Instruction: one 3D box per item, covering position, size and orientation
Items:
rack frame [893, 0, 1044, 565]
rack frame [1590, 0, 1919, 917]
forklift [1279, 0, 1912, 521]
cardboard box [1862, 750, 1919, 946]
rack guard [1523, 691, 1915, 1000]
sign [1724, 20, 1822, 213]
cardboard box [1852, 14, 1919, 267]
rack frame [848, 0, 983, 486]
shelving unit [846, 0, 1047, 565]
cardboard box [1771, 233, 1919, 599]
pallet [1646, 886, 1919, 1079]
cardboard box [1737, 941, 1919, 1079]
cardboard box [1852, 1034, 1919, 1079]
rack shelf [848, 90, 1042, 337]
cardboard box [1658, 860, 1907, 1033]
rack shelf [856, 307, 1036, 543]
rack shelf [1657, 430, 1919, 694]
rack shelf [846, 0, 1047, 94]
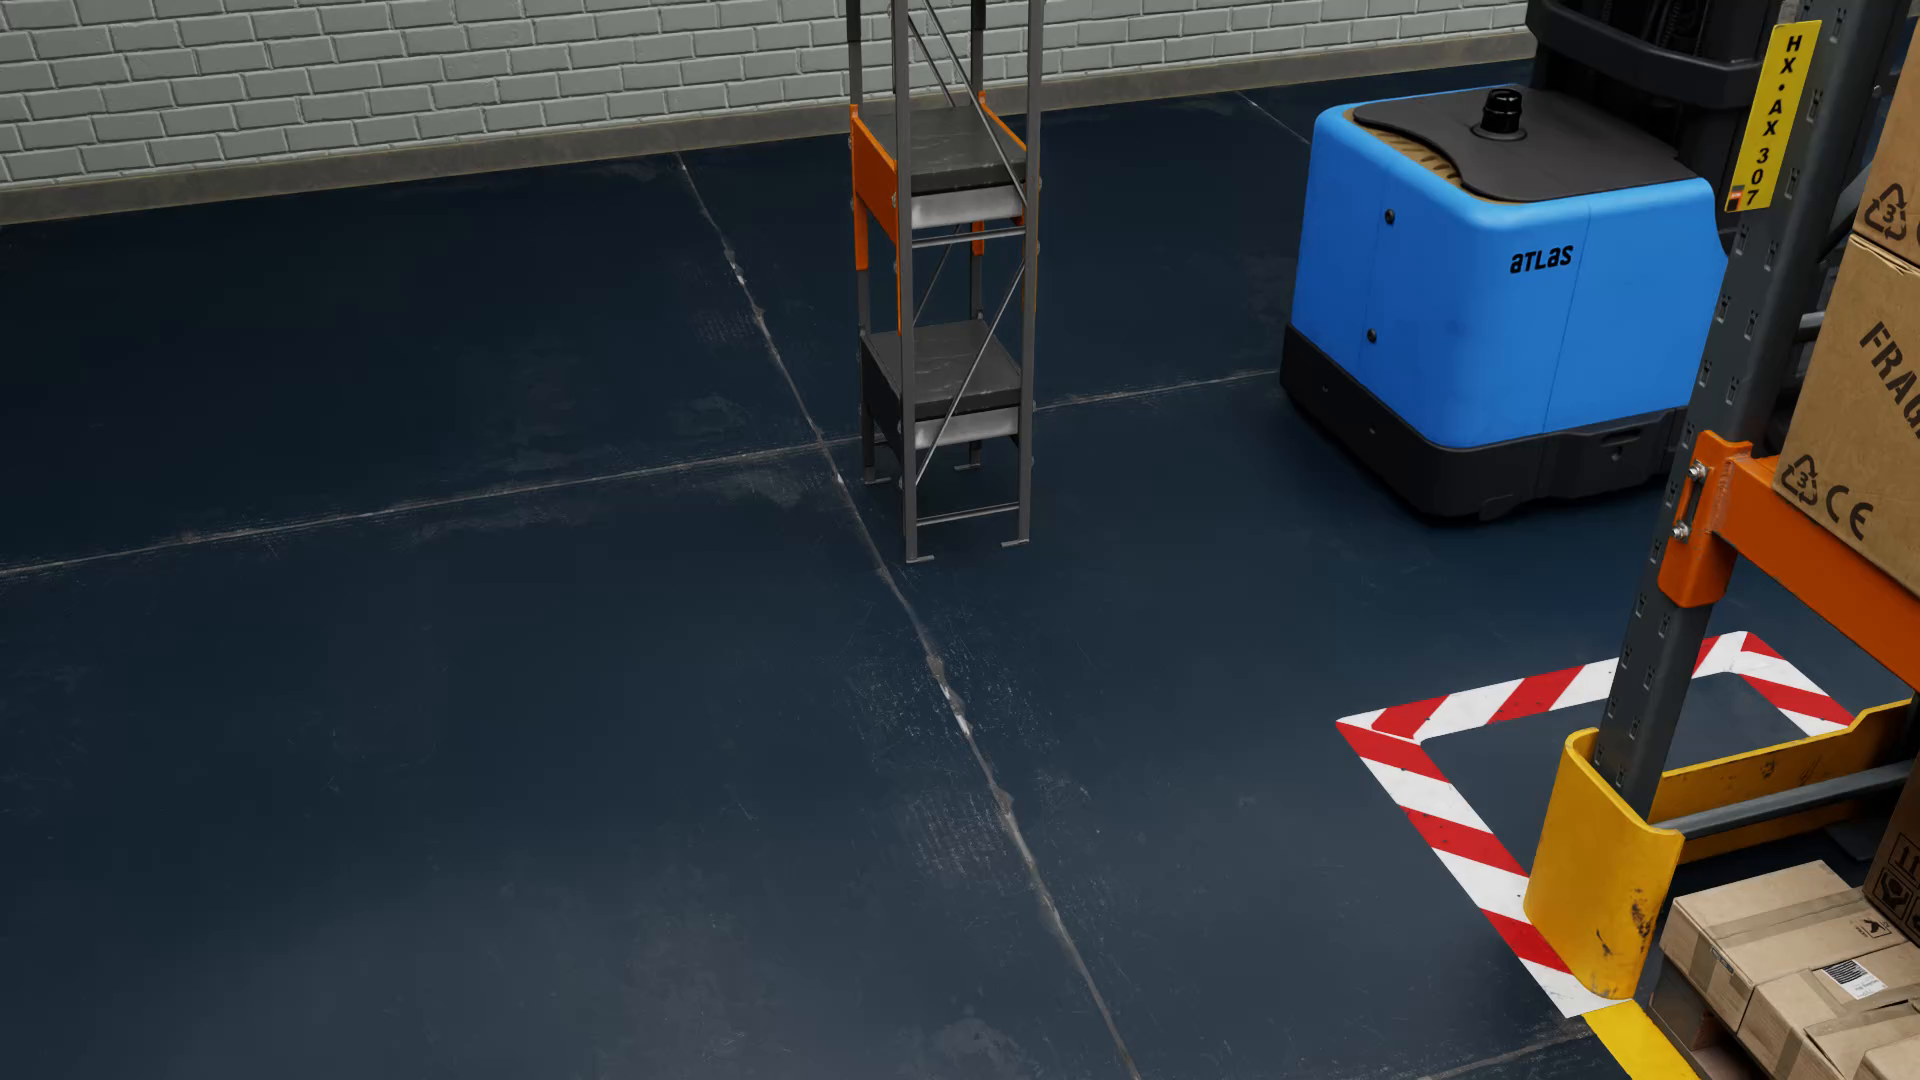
[{"bbox_3d":[0.024,-0.835,4.609,0.400,2.100,0.015,-10,35,-15],"label":"rack frame"},{"bbox_3d":[1.900,-0.446,3.205,1.000,3.000,0.127,-10,35,-15],"label":"rack frame"},{"bbox_3d":[2.721,-1.772,5.273,3.031,2.935,1.130,-11,35,-16],"label":"forklift"},{"bbox_3d":[2.300,0.657,3.403,0.500,0.500,0.500,-10,35,-15],"label":"cardboard box"},{"bbox_3d":[1.923,0.636,3.833,1.175,0.500,0.348,-10,35,-15],"label":"rack guard"},{"bbox_3d":[1.383,-0.716,2.828,0.100,0.325,0.005,-10,35,-15],"label":"sign"},{"bbox_3d":[1.784,-0.628,2.482,0.500,0.500,0.500,-9,35,-13],"label":"cardboard box"},{"bbox_3d":[-0.125,-1.091,4.997,0.400,2.100,0.015,-10,35,-15],"label":"rack frame"},{"bbox_3d":[-0.050,-0.963,4.803,0.431,2.100,0.503,-10,35,-15],"label":"shelving unit"},{"bbox_3d":[1.784,-0.211,2.757,0.500,0.500,0.500,-9,35,-14],"label":"cardboard box"},{"bbox_3d":[2.167,1.176,3.280,1.003,0.211,1.213,-10,35,-15],"label":"pallet"},{"bbox_3d":[1.776,0.961,3.246,0.380,0.166,0.250,-10,35,-15],"label":"cardboard box"},{"bbox_3d":[1.948,1.113,2.940,0.500,0.250,0.500,-10,35,-15],"label":"cardboard box"},{"bbox_3d":[-0.050,-0.952,4.810,0.431,0.518,0.480,-10,35,-15],"label":"rack shelf"},{"bbox_3d":[1.700,0.837,3.449,0.380,0.149,0.250,-10,35,-15],"label":"cardboard box"},{"bbox_3d":[-0.050,-0.368,5.196,0.431,0.518,0.480,-10,35,-15],"label":"rack shelf"},{"bbox_3d":[2.510,0.904,1.814,1.077,0.370,4.000,-10,35,-15],"label":"rack shelf"},{"bbox_3d":[-0.050,-1.536,4.424,0.431,0.518,0.480,-10,35,-15],"label":"rack shelf"}]
